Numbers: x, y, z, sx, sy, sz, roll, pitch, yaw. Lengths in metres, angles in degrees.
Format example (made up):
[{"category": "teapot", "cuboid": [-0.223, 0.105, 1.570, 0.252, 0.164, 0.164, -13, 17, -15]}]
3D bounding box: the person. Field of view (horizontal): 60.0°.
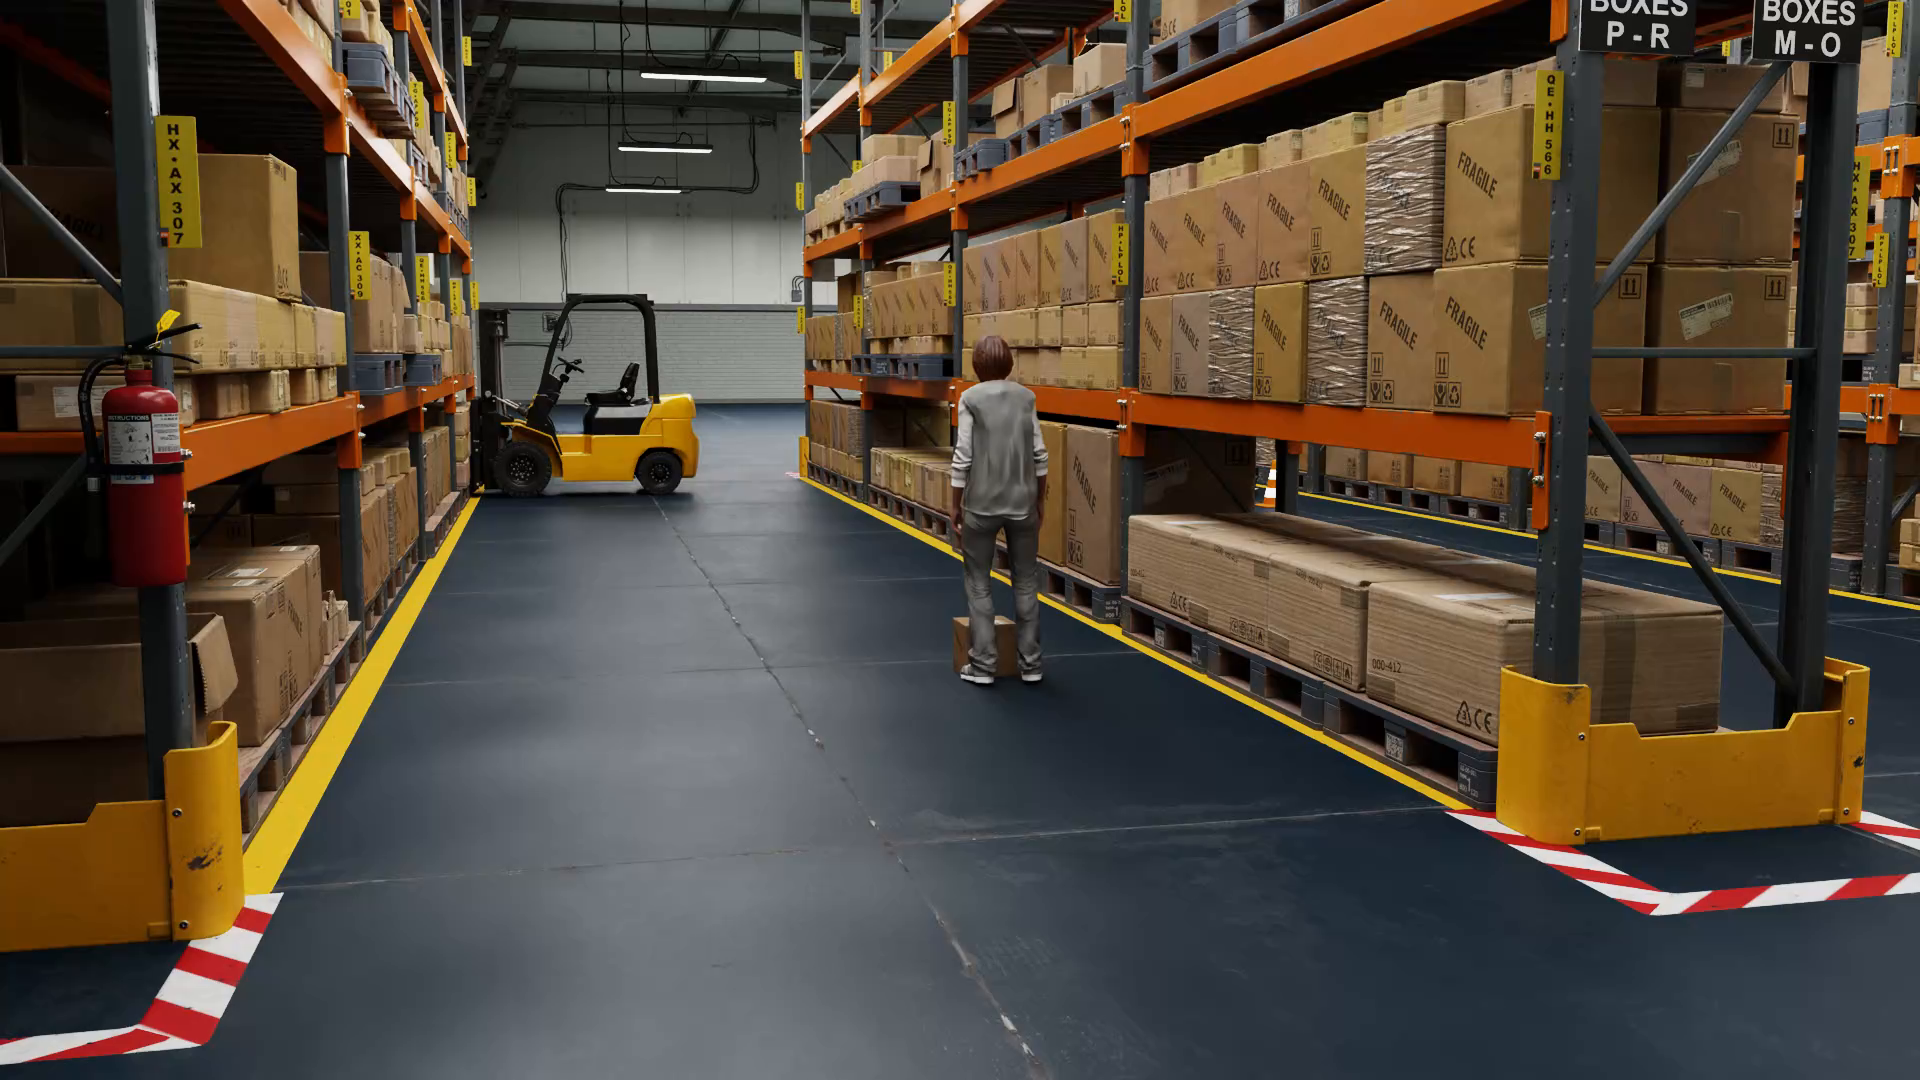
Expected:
[{"category": "person", "cuboid": [0.181, -0.134, 7.595, 0.473, 1.590, 0.347, -2, 7, -15]}]
